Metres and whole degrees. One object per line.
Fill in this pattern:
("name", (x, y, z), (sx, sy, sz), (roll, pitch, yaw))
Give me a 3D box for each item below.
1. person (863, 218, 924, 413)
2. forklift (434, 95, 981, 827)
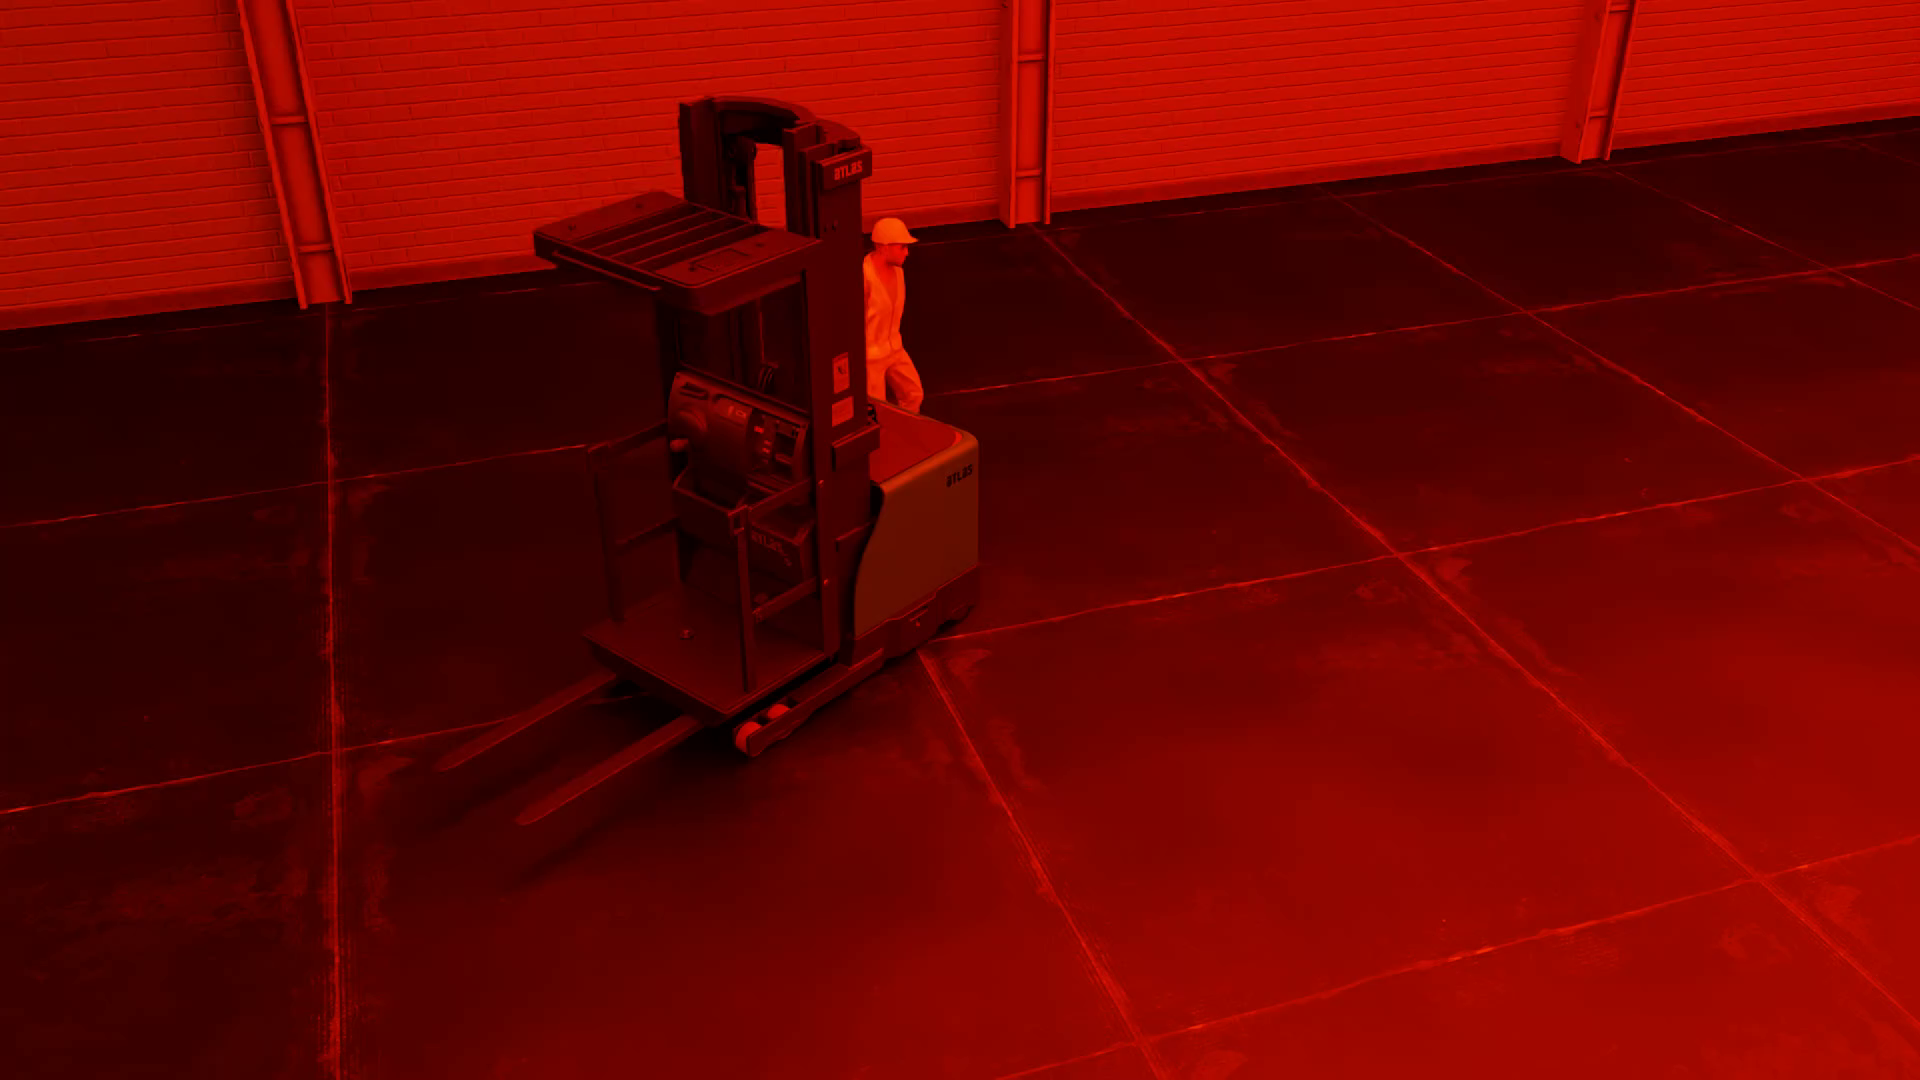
("person", (-0.496, -1.145, 10.286), (0.454, 1.749, 0.879), (18, 35, 28))
("forklift", (-1.220, -0.491, 7.940), (1.130, 2.935, 3.031), (23, 37, 34))
